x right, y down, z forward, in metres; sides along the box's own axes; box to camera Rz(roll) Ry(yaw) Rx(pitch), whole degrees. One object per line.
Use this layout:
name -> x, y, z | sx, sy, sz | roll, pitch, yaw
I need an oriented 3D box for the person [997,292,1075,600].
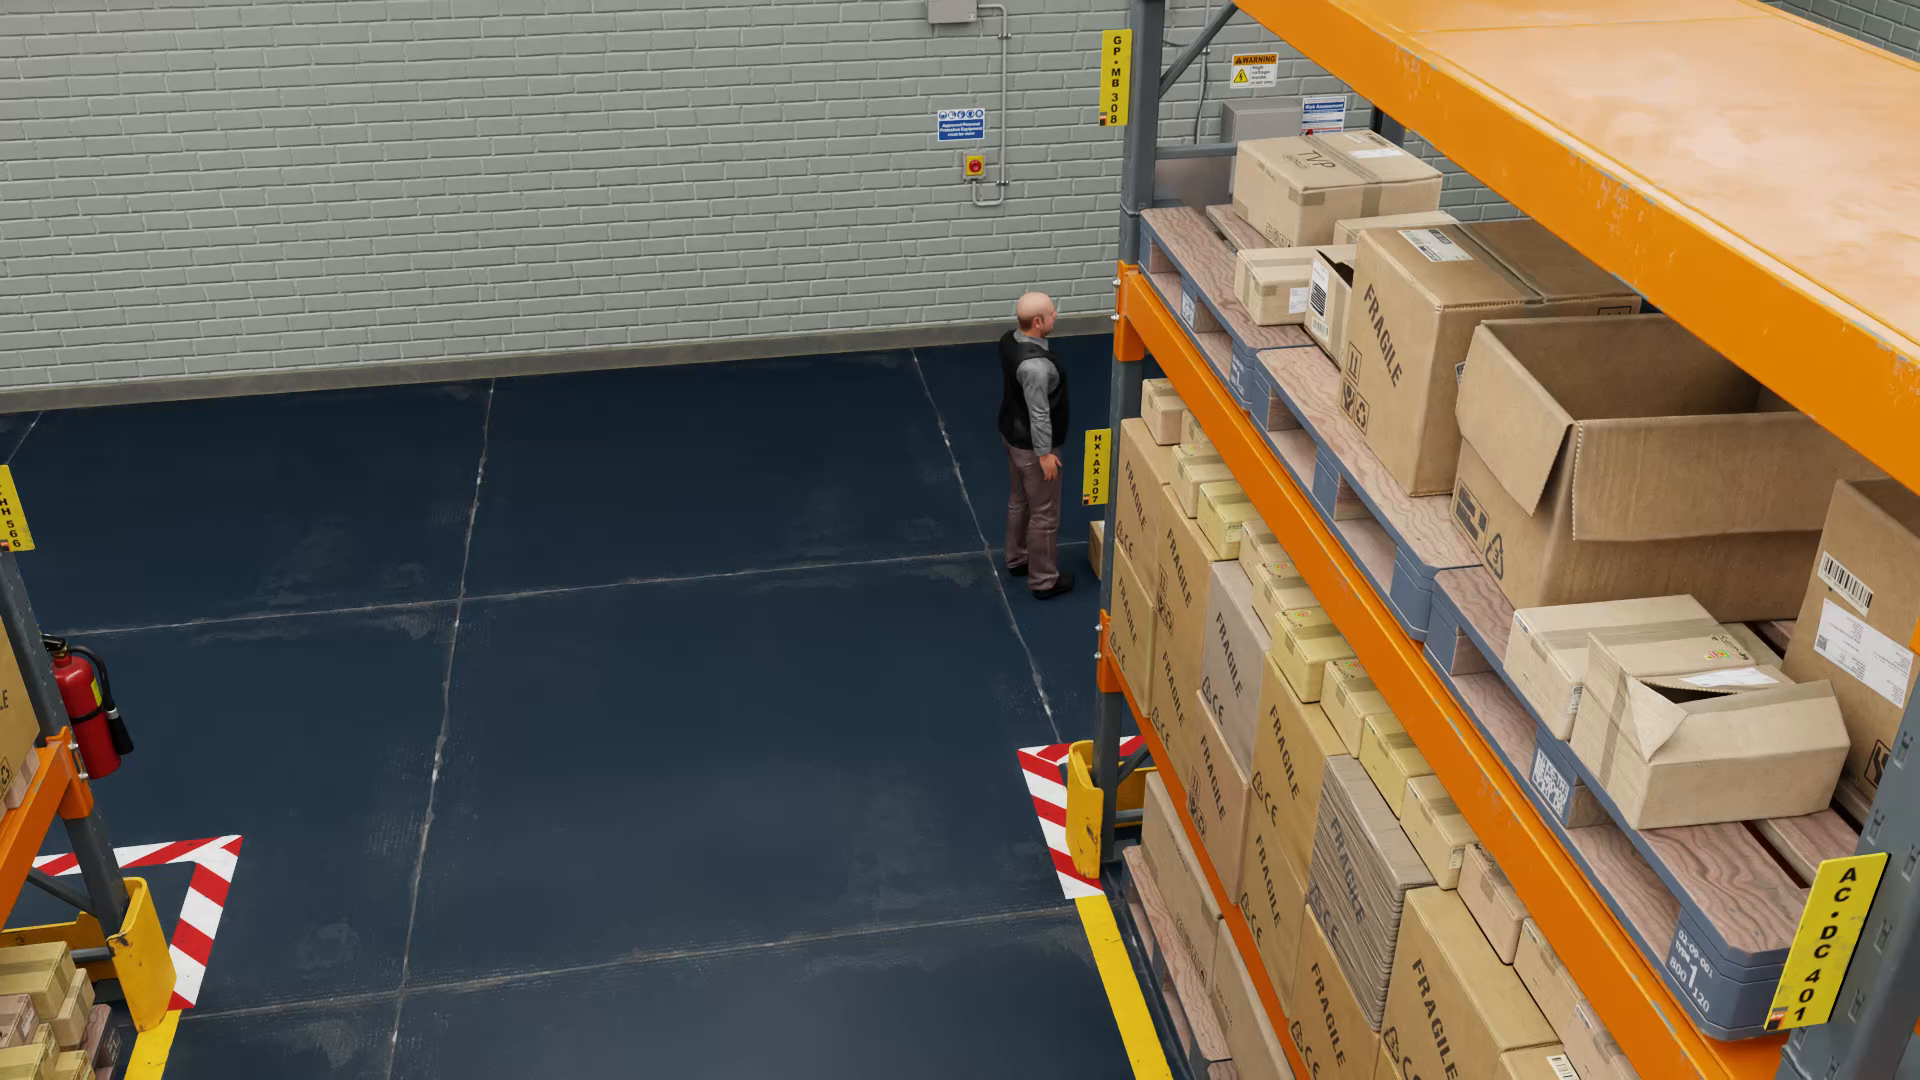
person -> 0.422, -0.549, 9.081 | 0.402, 1.721, 0.572 | -8, 31, -14
